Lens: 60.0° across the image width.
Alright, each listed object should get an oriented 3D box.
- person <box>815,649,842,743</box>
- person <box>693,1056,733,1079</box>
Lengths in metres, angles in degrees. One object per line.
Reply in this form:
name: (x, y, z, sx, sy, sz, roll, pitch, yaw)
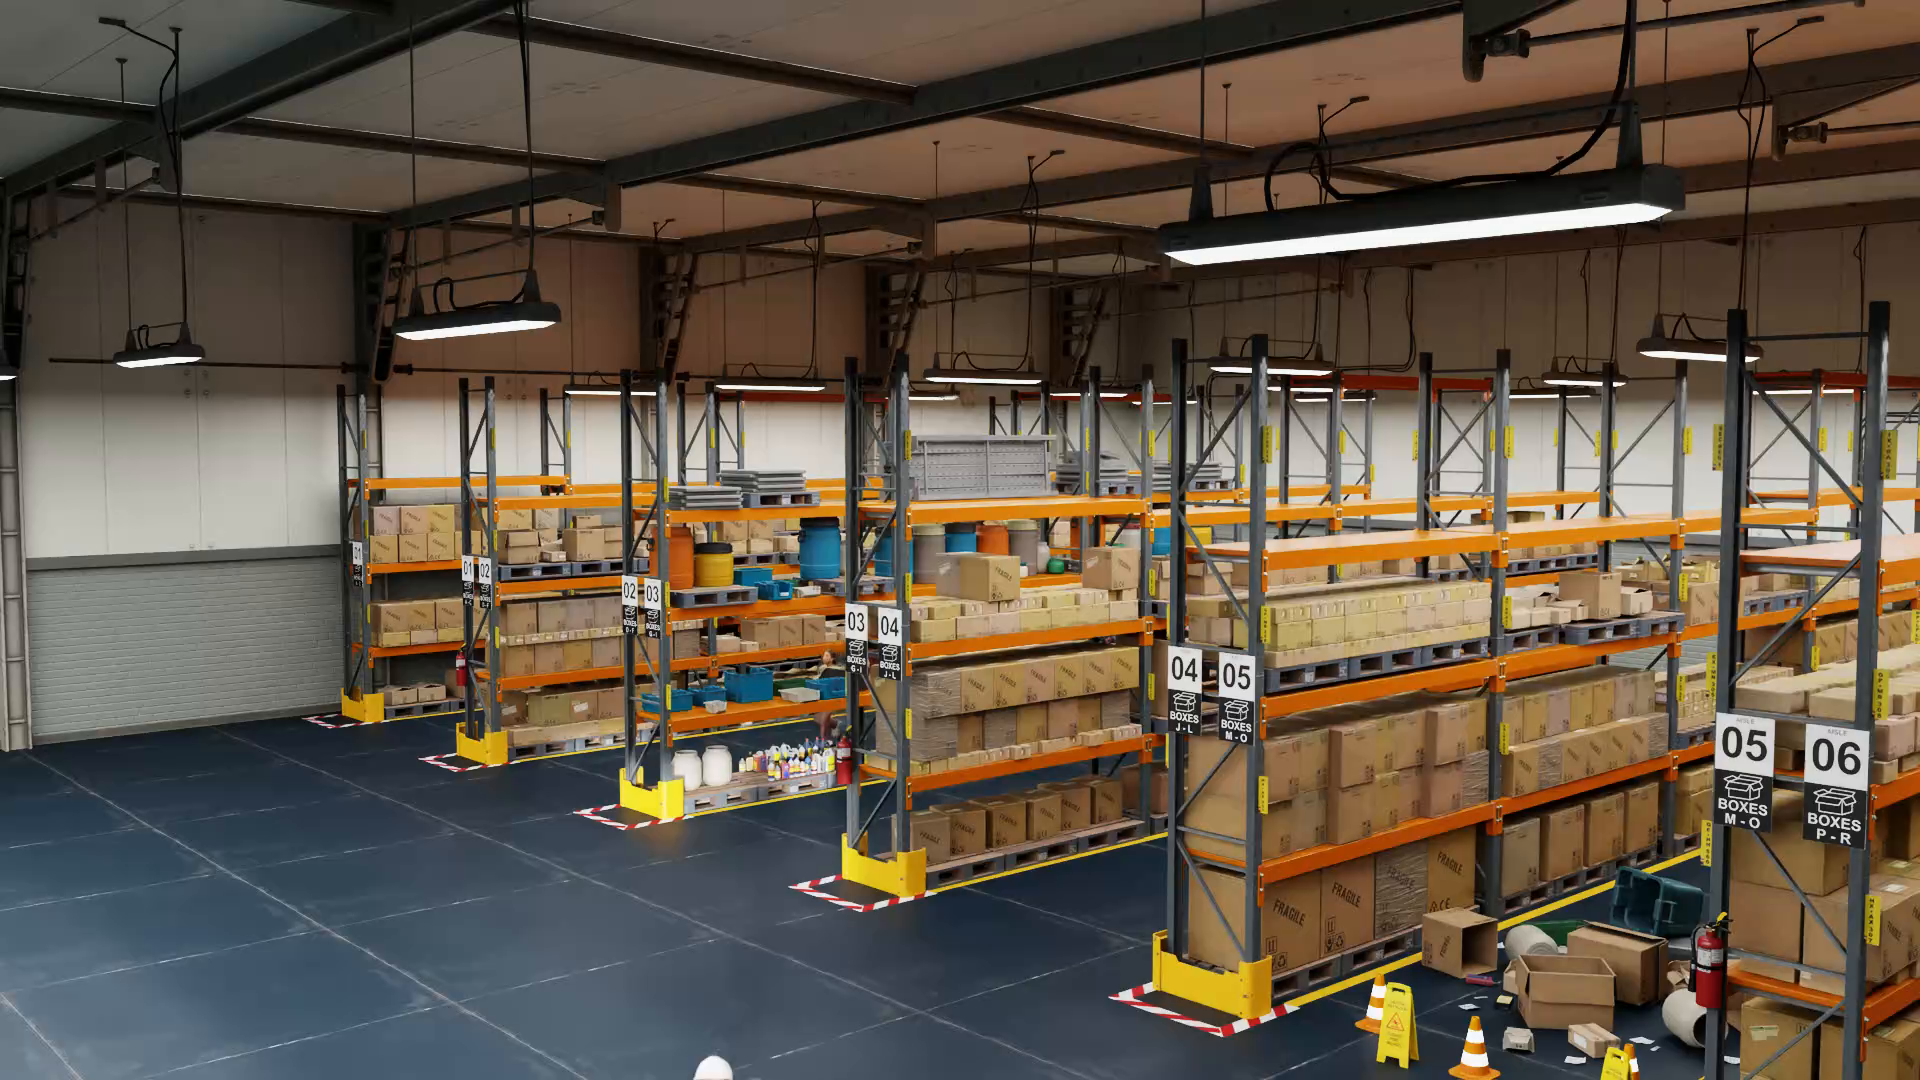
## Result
person: (-2.107, 2.585, 27.037, 0.581, 1.626, 0.633, 2, 4, 34)
person: (-1.290, 3.696, 9.005, 0.669, 1.820, 0.792, 0, 4, 3)
